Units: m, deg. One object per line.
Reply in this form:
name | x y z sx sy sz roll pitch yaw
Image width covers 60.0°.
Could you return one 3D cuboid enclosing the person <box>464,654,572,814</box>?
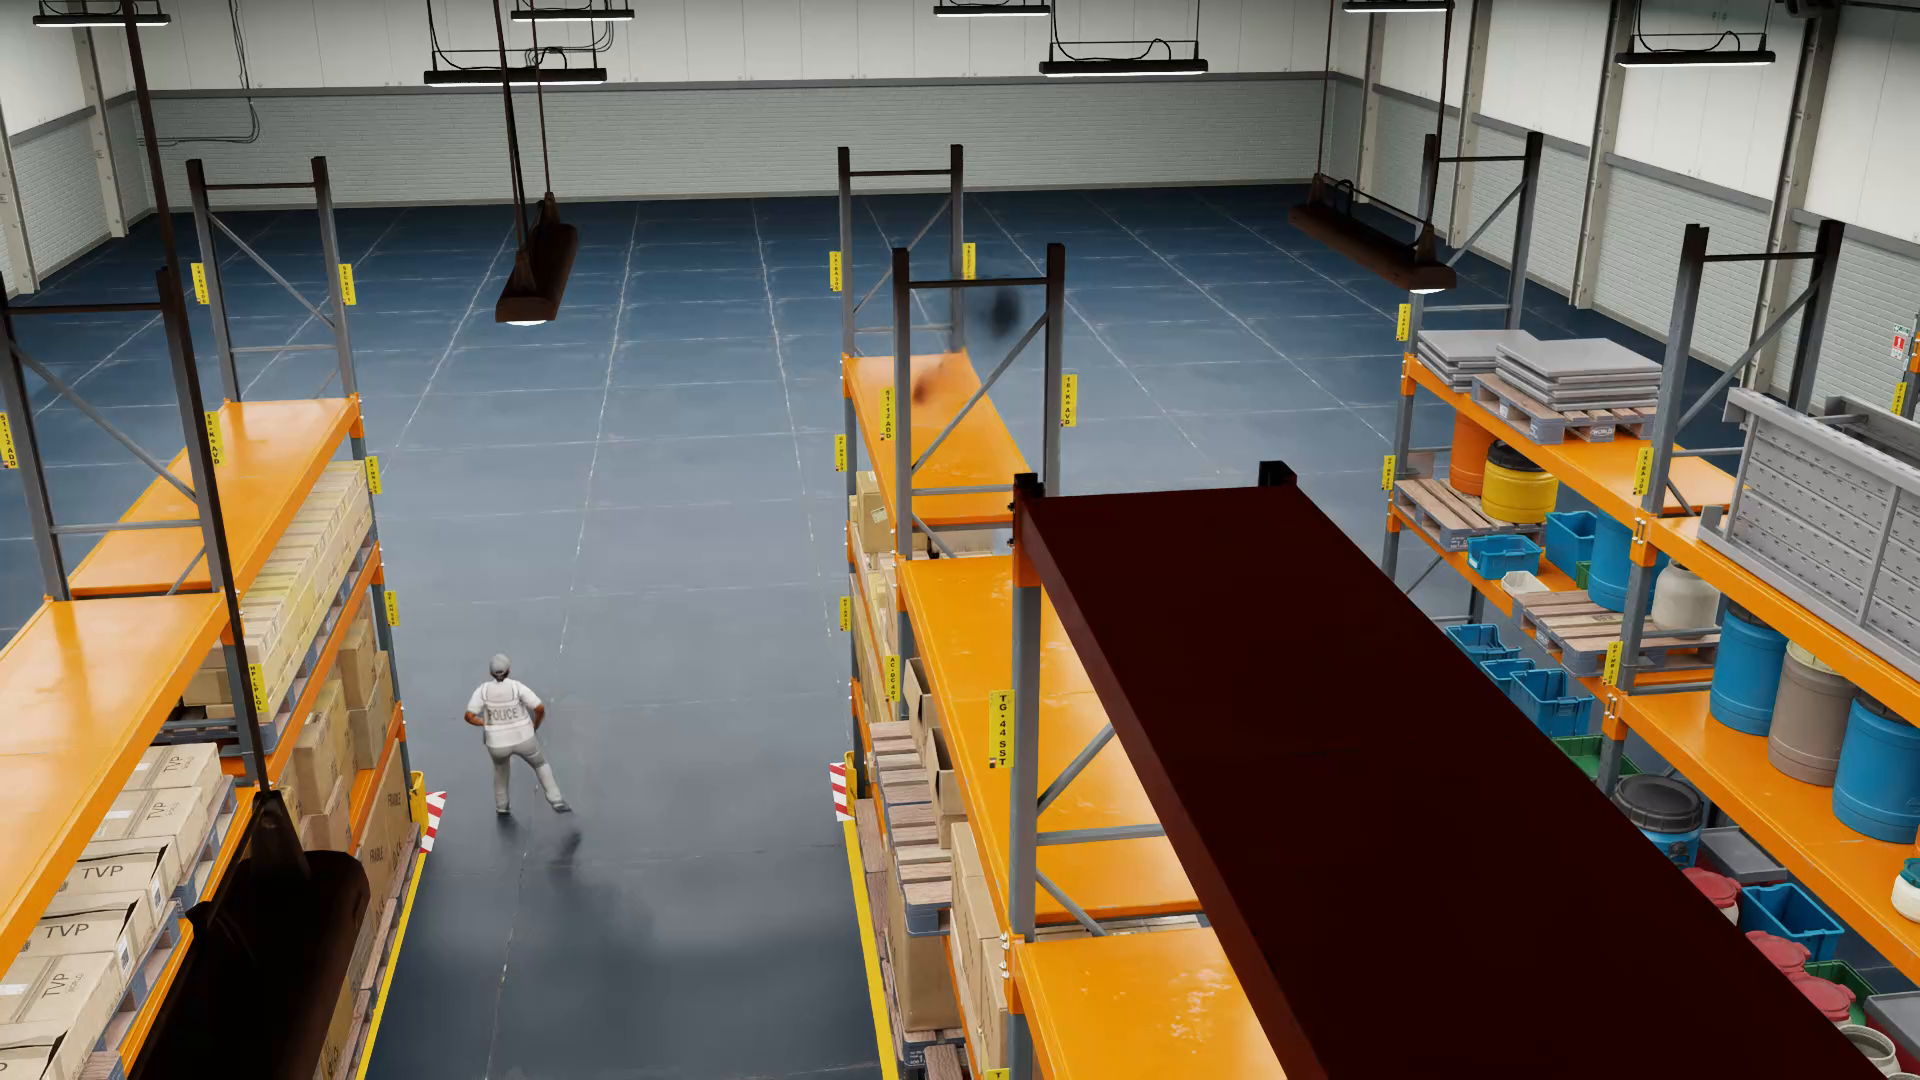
person | -3.983 1.813 14.938 0.838 1.671 0.660 -6 22 -14
